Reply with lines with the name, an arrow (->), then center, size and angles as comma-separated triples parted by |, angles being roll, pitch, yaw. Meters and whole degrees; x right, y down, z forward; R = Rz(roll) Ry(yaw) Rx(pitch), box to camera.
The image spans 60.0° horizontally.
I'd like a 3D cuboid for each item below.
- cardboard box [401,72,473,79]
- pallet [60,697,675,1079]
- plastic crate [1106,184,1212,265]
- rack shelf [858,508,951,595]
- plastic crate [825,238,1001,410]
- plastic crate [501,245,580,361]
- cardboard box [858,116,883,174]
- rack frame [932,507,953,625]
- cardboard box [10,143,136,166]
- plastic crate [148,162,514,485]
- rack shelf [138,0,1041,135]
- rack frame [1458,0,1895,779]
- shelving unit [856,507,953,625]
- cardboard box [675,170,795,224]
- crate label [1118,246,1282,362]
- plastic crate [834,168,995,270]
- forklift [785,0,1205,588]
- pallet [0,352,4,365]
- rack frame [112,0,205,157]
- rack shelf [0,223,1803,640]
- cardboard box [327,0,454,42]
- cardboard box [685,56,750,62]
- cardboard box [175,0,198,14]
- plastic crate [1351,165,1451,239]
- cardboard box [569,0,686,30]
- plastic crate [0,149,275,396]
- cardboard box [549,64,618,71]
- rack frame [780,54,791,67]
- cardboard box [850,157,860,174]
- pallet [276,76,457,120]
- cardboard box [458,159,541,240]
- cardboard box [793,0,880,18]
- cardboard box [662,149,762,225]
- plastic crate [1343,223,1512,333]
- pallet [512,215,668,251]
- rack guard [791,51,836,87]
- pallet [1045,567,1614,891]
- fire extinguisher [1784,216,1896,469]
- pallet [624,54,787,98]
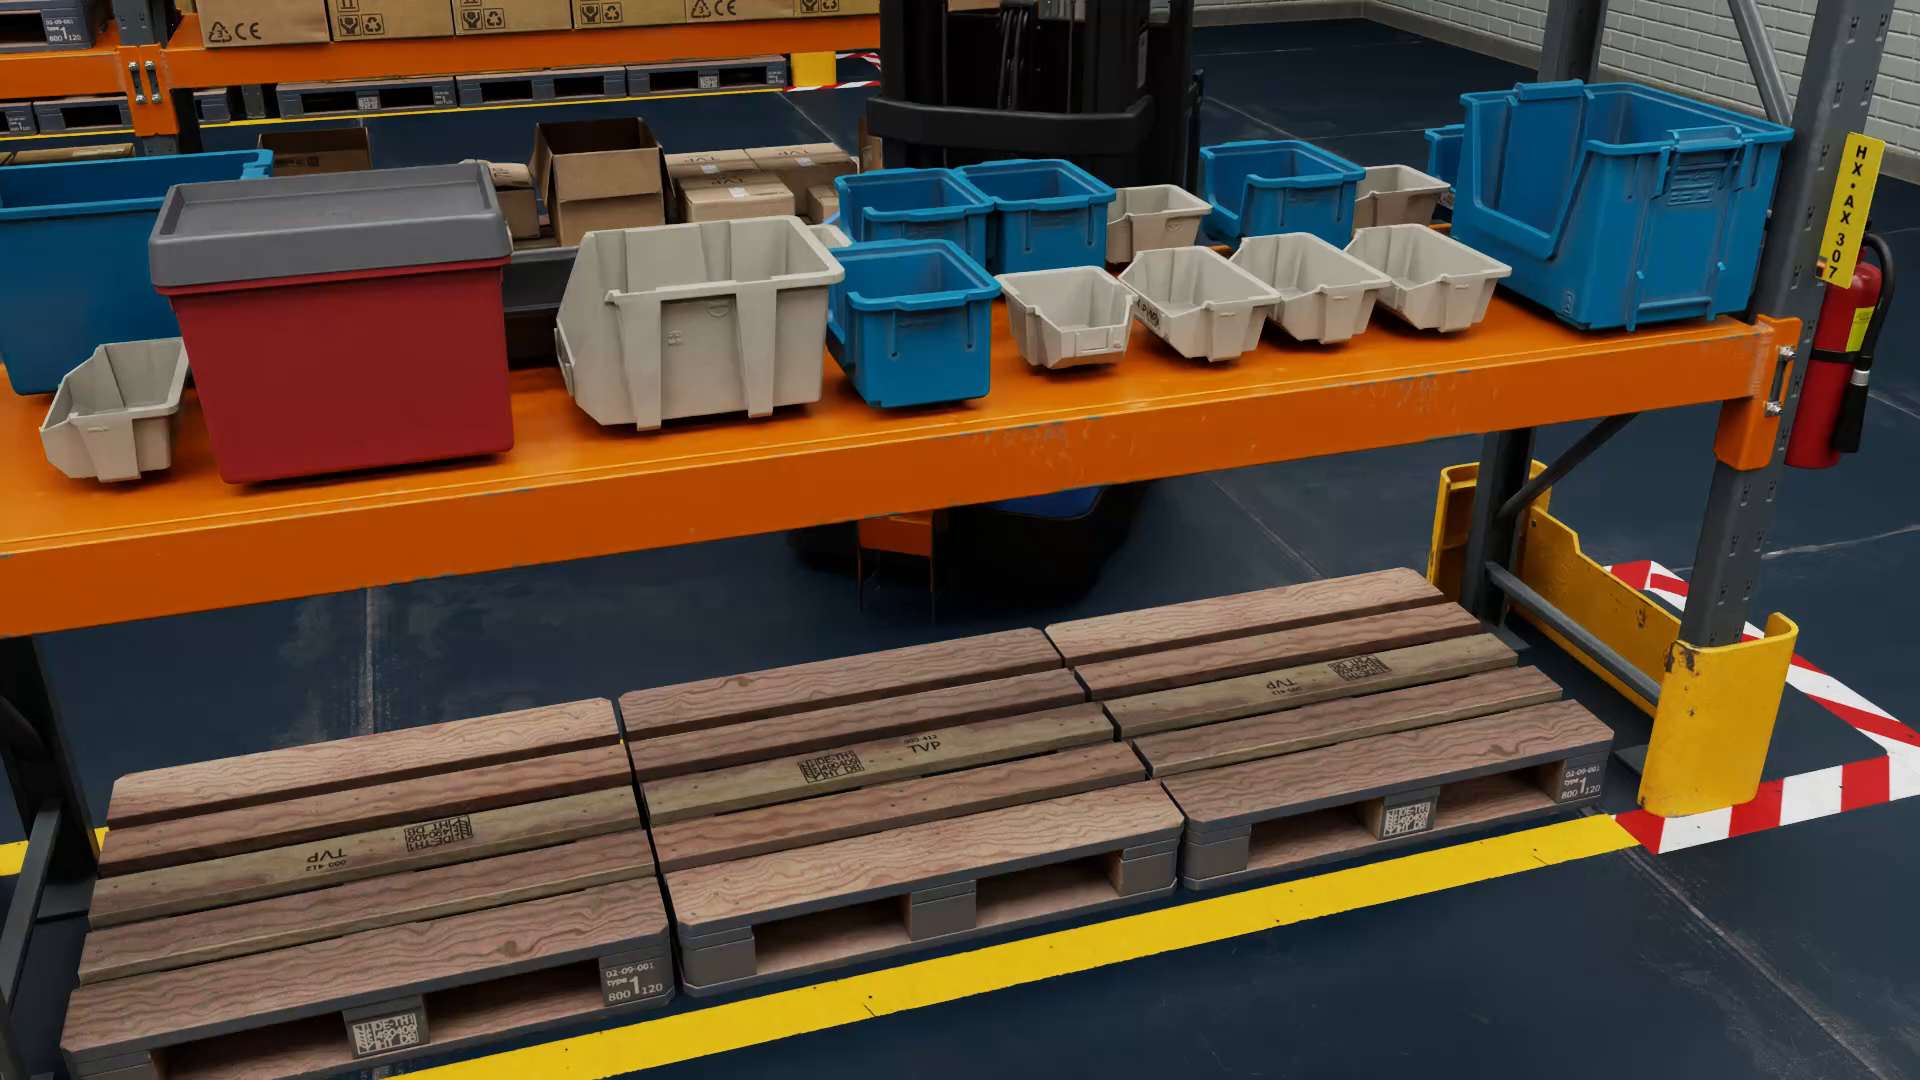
cardboard box -> -3.886, -3.713, 12.194 | 0.500, 0.500, 0.700 | -9, 28, -17
pallet -> -1.353, 0.804, 3.894 | 1.213, 0.211, 1.003 | -8, 28, -16
plastic crate -> 0.451, -0.790, 4.197 | 0.298, 0.136, 0.250 | -8, 28, -16
rack shelf -> -0.171, -0.004, 5.227 | 0.240, 0.259, 0.215 | 8, 27, 15
plastic crate -> -0.110, -0.439, 3.382 | 0.300, 0.233, 0.416 | -8, 28, -16
plastic crate -> -1.059, -0.499, 3.624 | 0.590, 0.125, 0.437 | -8, 28, -16
cardboard box -> -0.208, -1.872, 8.464 | 0.500, 0.500, 0.500 | -8, 28, -16
rack frame -> -0.054, -0.247, 5.068 | 0.008, 1.050, 0.200 | 8, 27, 15
cardboard box -> -4.106, -1.537, 7.788 | 0.500, 0.500, 0.500 | -10, 28, -18
plastic crate -> -1.113, -0.400, 3.044 | 0.583, 0.464, 0.402 | -8, 28, -16
rack shelf -> -1.669, -2.376, 7.971 | 4.000, 0.370, 1.077 | -8, 28, -16
rack frame -> 1.763, -0.879, 4.147 | 0.127, 3.000, 1.000 | -8, 28, -16
shelving unit -> -0.171, -0.263, 5.099 | 0.252, 1.050, 0.215 | 8, 27, 15
cardboard box -> -1.120, -1.642, 8.281 | 0.500, 0.250, 0.500 | -8, 28, -16
crate label -> 0.507, -0.516, 3.645 | 0.243, 0.136, 0.396 | -8, 28, -16
plastic crate -> -0.111, -0.713, 3.934 | 0.300, 0.233, 0.416 | -8, 28, -16
forklift -> 0.341, -1.796, 6.071 | 1.130, 2.935, 3.031 | 8, 27, 16
pallet -> -4.332, -1.046, 7.619 | 1.213, 0.211, 1.003 | -8, 28, -16
rack frame -> -3.570, -2.423, 7.257 | 0.127, 3.000, 1.000 | -8, 28, -16
rack shelf -> -0.138, -0.281, 3.752 | 4.000, 0.370, 1.077 | -8, 28, -16
cardboard box -> -2.515, -2.494, 7.288 | 0.500, 0.500, 0.500 | -8, 27, -15
cardboard box -> -1.939, -3.997, 12.767 | 0.500, 0.500, 0.700 | -8, 28, -16
cardboard box -> -5.686, -3.597, 11.568 | 0.750, 0.750, 0.750 | -8, 27, -15
plastic crate -> 1.096, -0.883, 4.385 | 0.298, 0.136, 0.250 | -8, 28, -16
cardboard box -> -1.556, -2.633, 7.568 | 0.500, 0.500, 0.500 | -9, 28, -17
plastic crate -> -1.702, -0.556, 3.447 | 0.575, 0.384, 0.392 | -8, 28, -16
cardboard box -> -2.893, -3.859, 12.488 | 0.500, 0.500, 0.700 | -9, 28, -18
rack frame -> -1.305, -5.067, 12.584 | 0.127, 3.000, 1.000 | -8, 28, -16
cardboard box -> -0.509, -1.955, 9.006 | 0.250, 0.166, 0.380 | -8, 28, -16
pallet -> -4.361, -3.339, 12.239 | 1.213, 0.211, 1.003 | -8, 28, -16
cardboard box -> -2.403, -1.717, 8.364 | 0.500, 0.311, 0.500 | -8, 28, -16
cardboard box -> -0.601, -2.769, 7.841 | 0.500, 0.500, 0.500 | -8, 28, -16
cardboard box -> -1.323, -1.846, 8.693 | 0.500, 0.250, 0.500 | -8, 28, -16
plastic crate -> 1.044, -0.599, 3.811 | 0.243, 0.136, 0.396 | -8, 28, -16
pallet -> -1.755, -1.437, 8.408 | 1.213, 0.211, 1.003 | -8, 28, -16
rack guard -> -1.282, -3.951, 13.146 | 0.348, 0.500, 1.175 | -8, 28, -16
pallet -> 0.967, 0.468, 4.571 | 1.213, 0.211, 1.003 | -8, 28, -16
fire extinguisher -> 2.048, -0.506, 3.901 | 0.183, 0.674, 0.296 | -8, 28, -16
pallet -> -2.041, -3.675, 12.916 | 1.213, 0.211, 1.003 | -8, 28, -16
